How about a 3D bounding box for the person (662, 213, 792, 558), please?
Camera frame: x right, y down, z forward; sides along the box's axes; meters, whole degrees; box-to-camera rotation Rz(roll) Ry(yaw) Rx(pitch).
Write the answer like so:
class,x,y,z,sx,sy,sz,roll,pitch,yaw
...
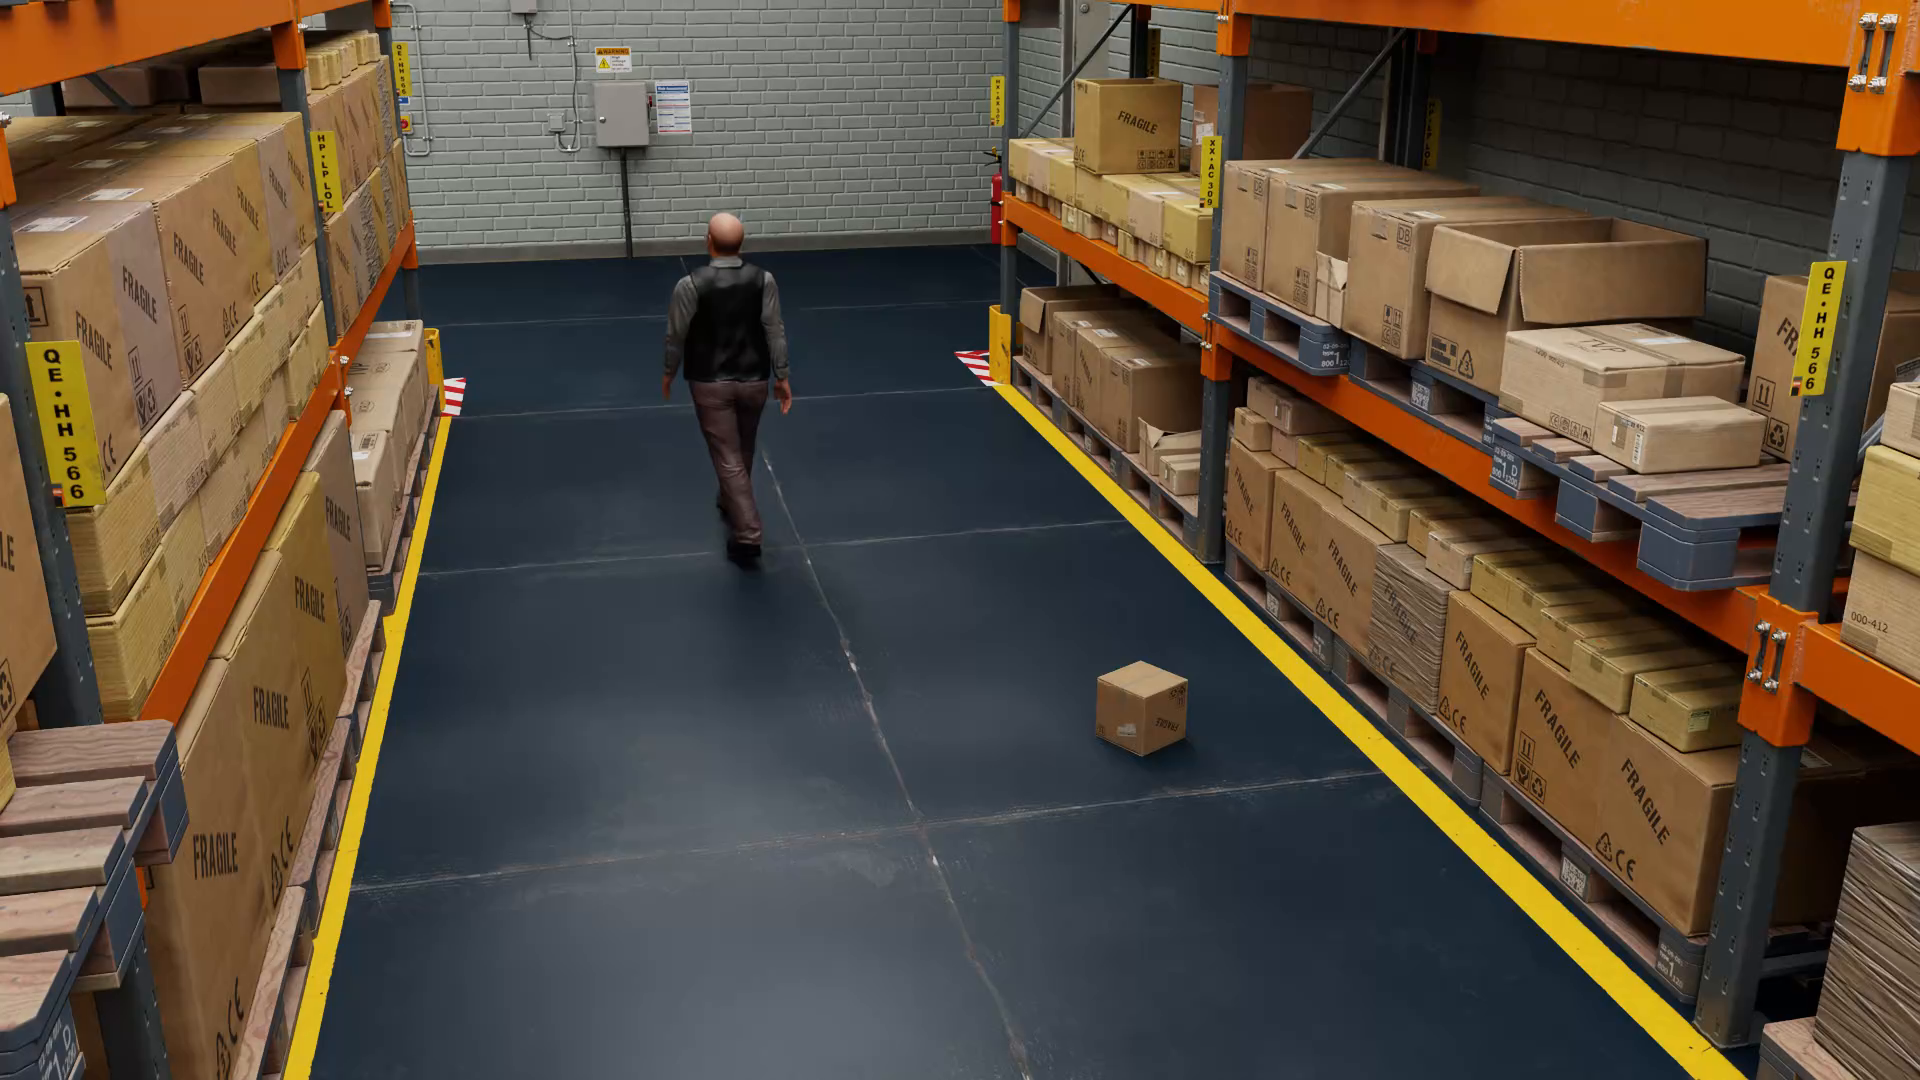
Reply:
class,x,y,z,sx,sy,sz,roll,pitch,yaw
person,-1.202,-0.786,8.411,0.585,1.584,1.007,-10,22,-26
